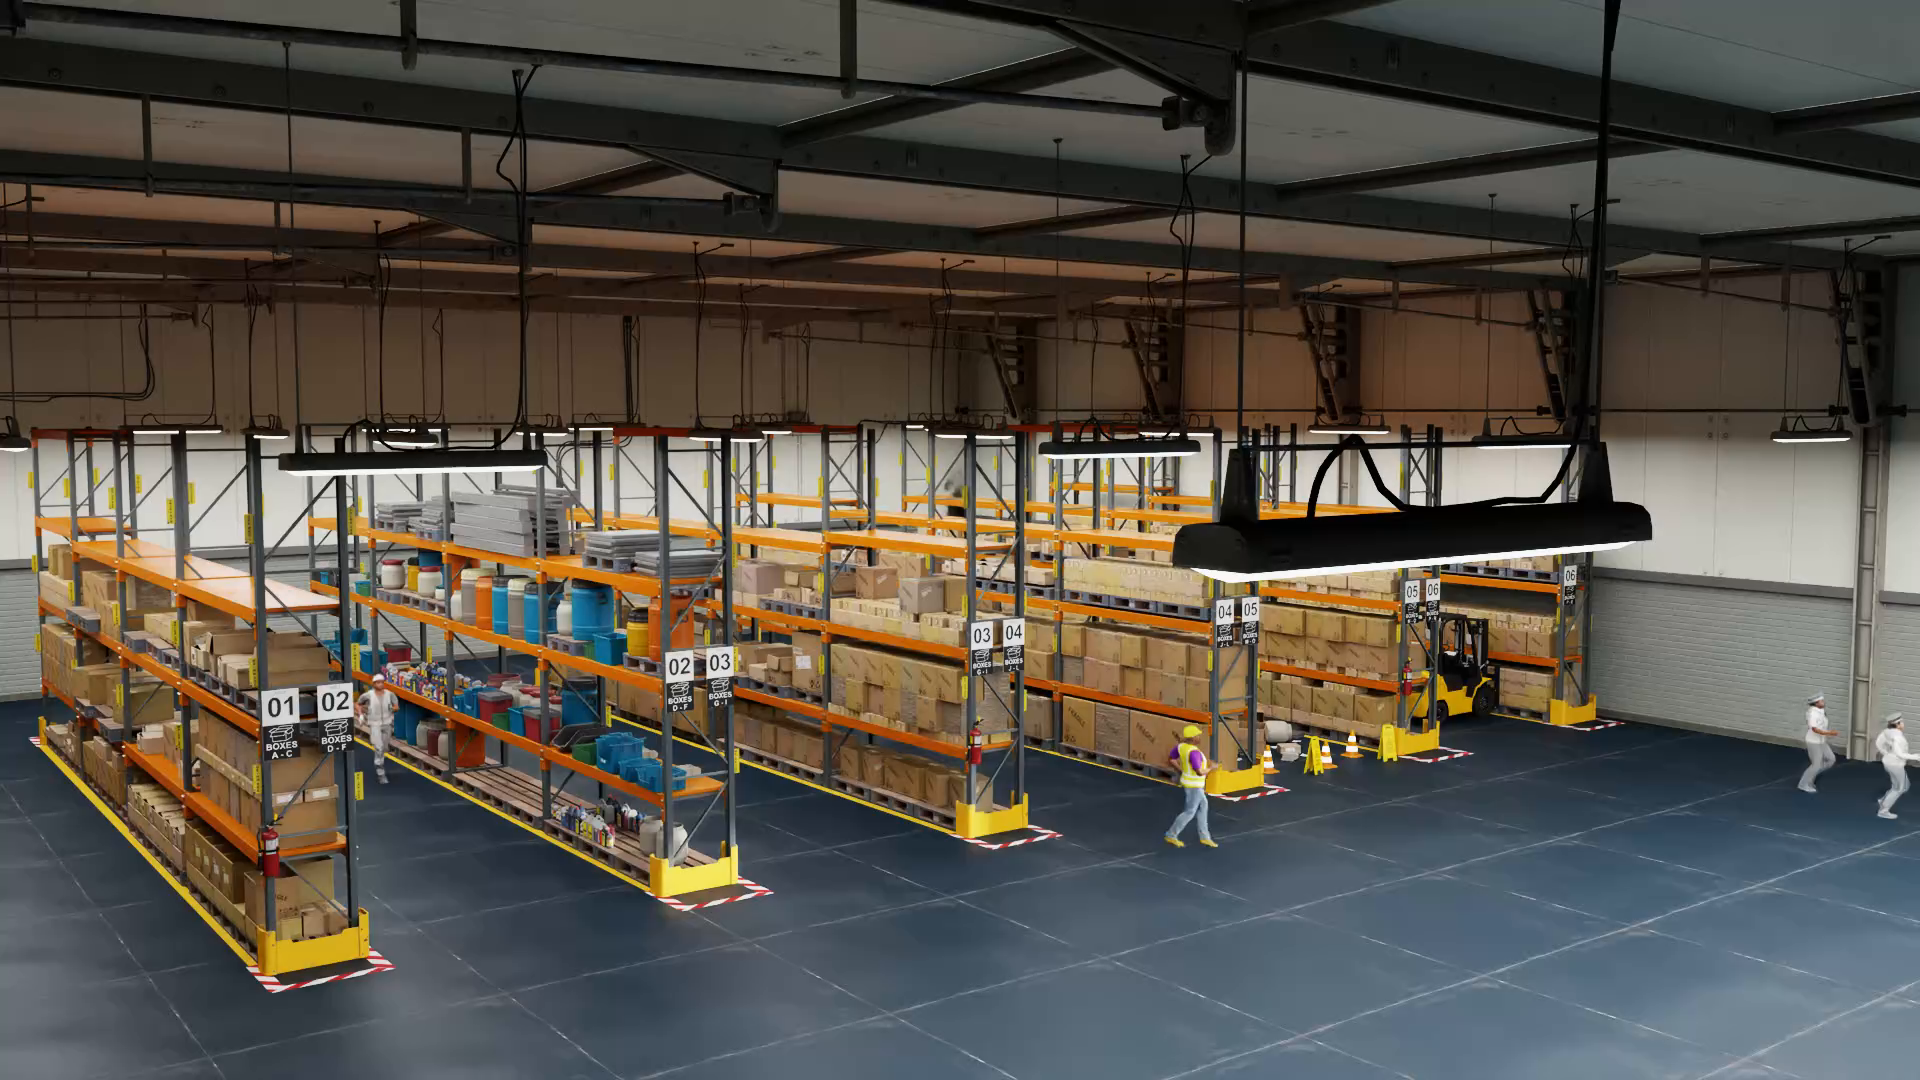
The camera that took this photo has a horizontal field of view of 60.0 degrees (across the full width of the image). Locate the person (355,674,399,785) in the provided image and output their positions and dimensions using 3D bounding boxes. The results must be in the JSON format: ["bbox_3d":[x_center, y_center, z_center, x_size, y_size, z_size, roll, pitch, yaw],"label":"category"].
[{"bbox_3d":[-9.903,3.189,28.371,0.655,1.816,0.910,-4,6,-40],"label":"person"}]

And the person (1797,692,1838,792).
[{"bbox_3d":[14.174,3.332,27.444,0.576,1.672,0.630,3,5,32],"label":"person"}]

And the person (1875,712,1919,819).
[{"bbox_3d":[14.508,3.479,25.692,0.565,1.654,0.585,1,5,12],"label":"person"}]

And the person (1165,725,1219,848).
[{"bbox_3d":[3.339,3.557,23.854,0.833,1.809,0.679,0,4,-6],"label":"person"}]
